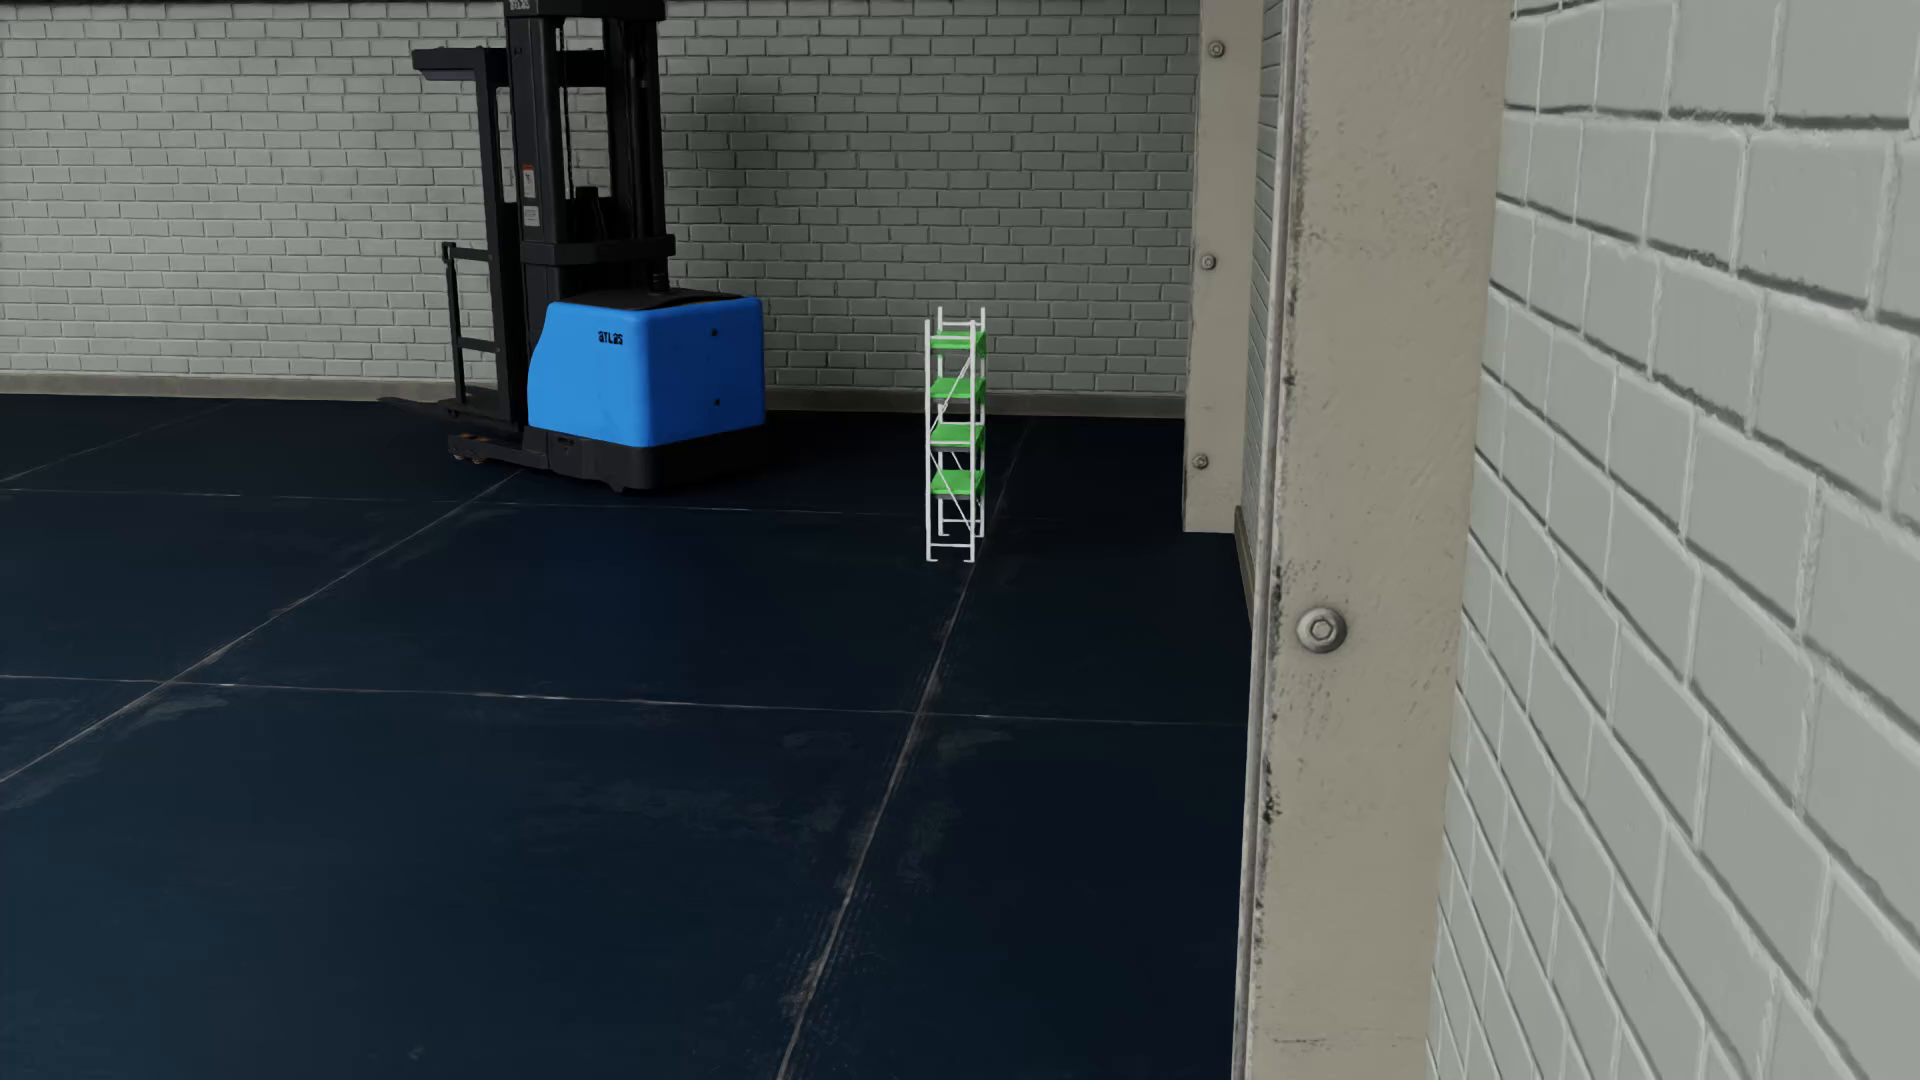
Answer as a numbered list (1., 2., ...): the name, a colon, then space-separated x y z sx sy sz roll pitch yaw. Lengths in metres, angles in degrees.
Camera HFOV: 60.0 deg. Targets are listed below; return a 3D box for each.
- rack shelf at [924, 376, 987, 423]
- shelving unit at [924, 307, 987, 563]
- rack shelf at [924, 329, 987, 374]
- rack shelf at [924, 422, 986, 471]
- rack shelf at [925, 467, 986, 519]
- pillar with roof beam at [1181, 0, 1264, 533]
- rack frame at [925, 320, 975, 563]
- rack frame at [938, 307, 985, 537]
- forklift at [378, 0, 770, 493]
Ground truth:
1. rack shelf: -0.019 -0.706 8.301 0.258 0.148 0.480 2 15 6
2. shelving unit: -0.019 -0.536 8.347 0.258 1.200 0.503 2 15 6
3. rack shelf: -0.019 -0.938 8.238 0.258 0.148 0.480 2 15 6
4. rack shelf: -0.019 -0.475 8.363 0.258 0.148 0.480 2 15 6
5. rack shelf: -0.019 -0.243 8.426 0.258 0.148 0.480 2 15 6
6. pillar with roof beam: -2.920 -4.563 8.296 9.100 9.000 0.400 2 15 6
7. rack frame: -0.046 -0.473 8.113 0.240 1.200 0.015 2 15 6
8. rack frame: 0.009 -0.600 8.581 0.240 1.200 0.015 2 15 6
9. forklift: -2.615 -1.981 10.373 3.031 2.935 1.130 12 19 38
